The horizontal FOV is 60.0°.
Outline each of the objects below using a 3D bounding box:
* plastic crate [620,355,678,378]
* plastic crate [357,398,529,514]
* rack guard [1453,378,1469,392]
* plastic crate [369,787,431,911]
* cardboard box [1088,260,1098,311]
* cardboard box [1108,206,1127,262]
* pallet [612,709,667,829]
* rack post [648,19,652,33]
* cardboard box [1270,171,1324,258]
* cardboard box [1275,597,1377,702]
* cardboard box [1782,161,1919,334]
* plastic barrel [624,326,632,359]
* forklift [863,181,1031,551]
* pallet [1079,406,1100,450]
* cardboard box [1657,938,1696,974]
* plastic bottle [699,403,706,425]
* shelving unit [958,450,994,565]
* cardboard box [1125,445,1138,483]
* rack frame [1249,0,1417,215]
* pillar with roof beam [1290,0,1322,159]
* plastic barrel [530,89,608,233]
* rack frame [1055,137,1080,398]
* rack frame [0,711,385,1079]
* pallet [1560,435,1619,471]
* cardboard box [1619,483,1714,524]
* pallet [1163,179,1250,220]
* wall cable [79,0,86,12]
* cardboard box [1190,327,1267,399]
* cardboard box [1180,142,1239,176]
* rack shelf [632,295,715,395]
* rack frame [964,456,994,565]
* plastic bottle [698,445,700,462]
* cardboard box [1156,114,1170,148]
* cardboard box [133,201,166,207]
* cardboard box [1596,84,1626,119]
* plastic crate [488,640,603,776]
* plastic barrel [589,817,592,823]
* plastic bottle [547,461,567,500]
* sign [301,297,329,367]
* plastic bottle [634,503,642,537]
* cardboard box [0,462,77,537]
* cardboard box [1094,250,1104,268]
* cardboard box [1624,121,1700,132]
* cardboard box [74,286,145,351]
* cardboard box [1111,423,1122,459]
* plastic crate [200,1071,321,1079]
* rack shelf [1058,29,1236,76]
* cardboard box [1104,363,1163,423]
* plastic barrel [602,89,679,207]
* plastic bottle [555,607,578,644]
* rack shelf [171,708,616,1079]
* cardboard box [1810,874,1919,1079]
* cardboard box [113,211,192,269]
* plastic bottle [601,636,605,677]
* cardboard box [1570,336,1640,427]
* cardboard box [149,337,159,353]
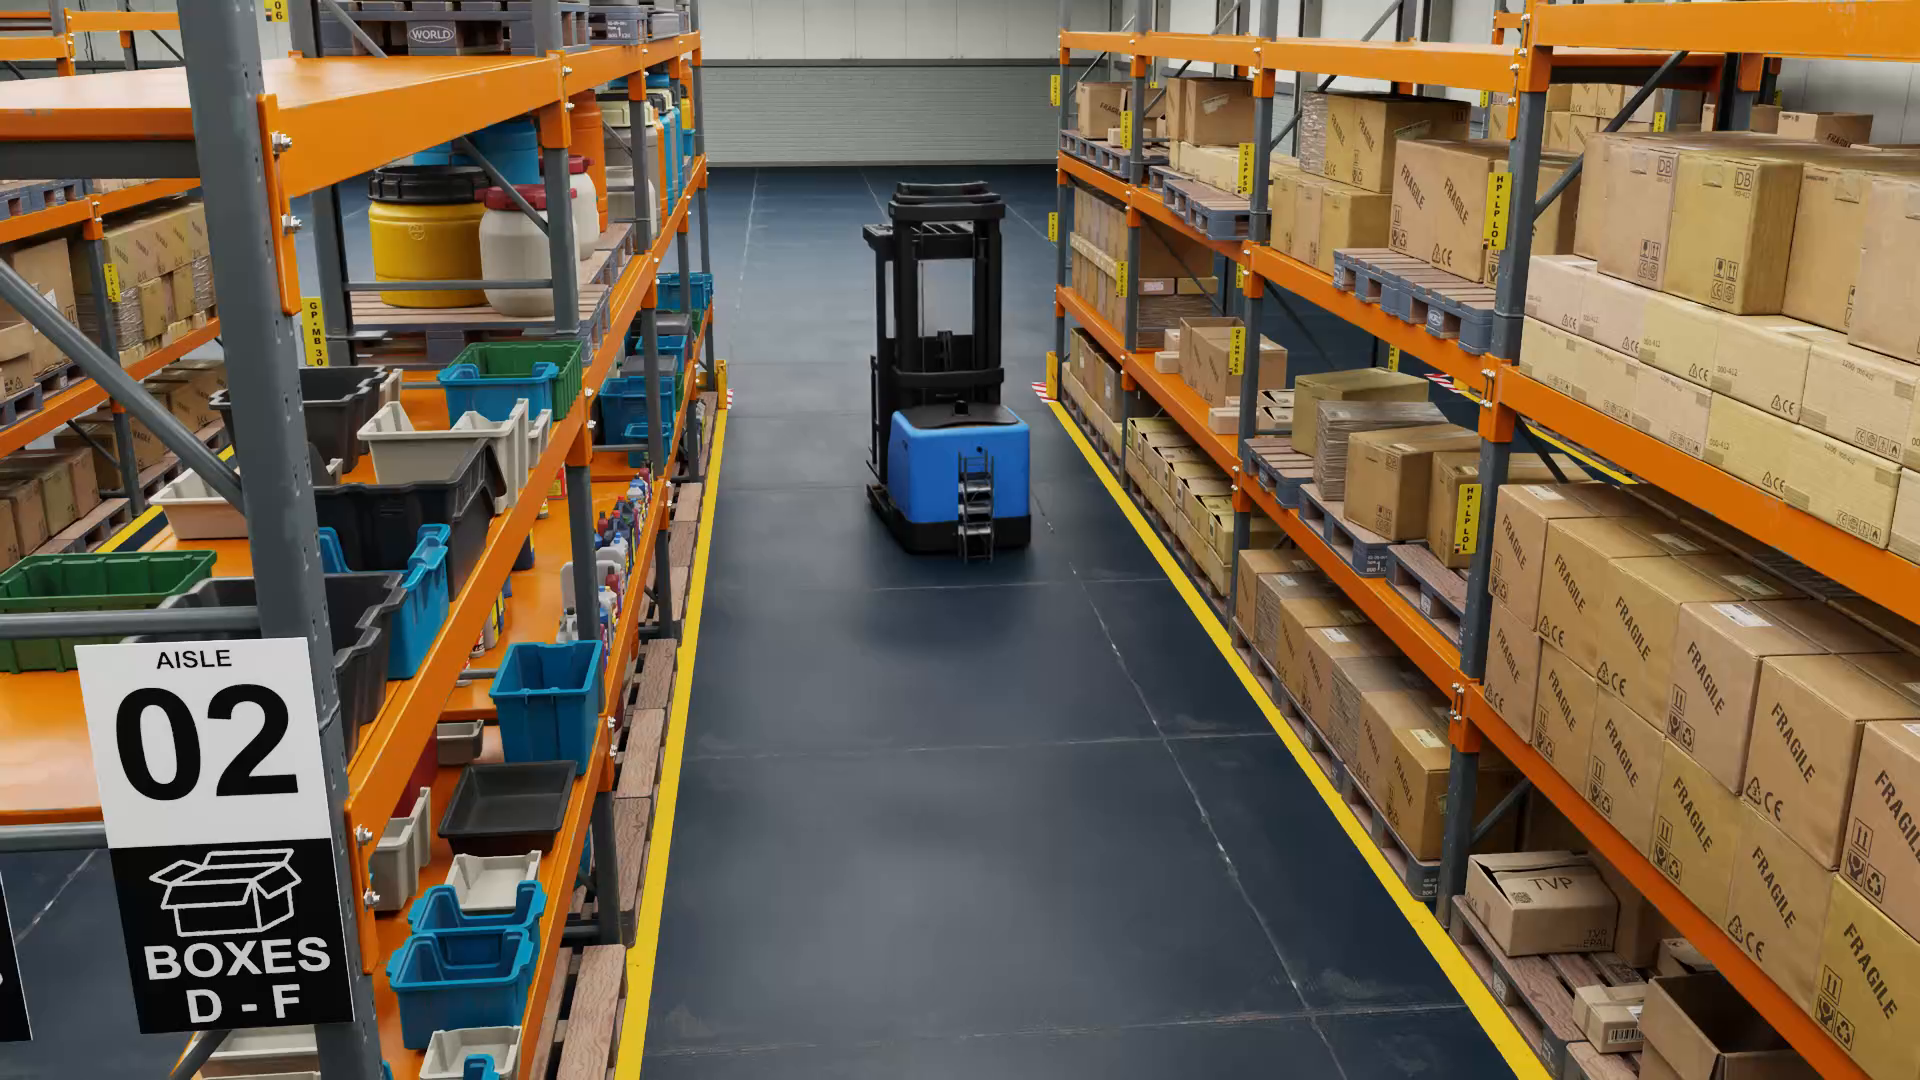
[{"bbox_3d":[-2.350,-1.121,12.633,0.402,0.464,0.583,-2,18,-6],"label":"plastic crate"},{"bbox_3d":[-1.584,-0.260,5.189,0.437,0.282,0.530,-2,18,-6],"label":"plastic crate"},{"bbox_3d":[6.550,-2.074,19.948,1.175,0.500,0.348,-2,18,-6],"label":"rack guard"},{"bbox_3d":[-2.101,1.081,5.824,0.437,0.282,0.530,-2,18,-6],"label":"plastic crate"},{"bbox_3d":[1.755,-2.739,17.726,0.700,0.500,0.500,-2,18,-5],"label":"cardboard box"},{"bbox_3d":[1.871,-3.041,16.524,0.700,0.500,0.500,-2,18,-6],"label":"cardboard box"},{"bbox_3d":[-2.242,1.327,9.597,1.003,0.211,1.213,-2,18,-6],"label":"pallet"},{"bbox_3d":[-3.361,-5.377,17.117,0.937,0.300,0.954,0,17,0],"label":"rack post"},{"bbox_3d":[2.518,-2.101,10.687,0.910,0.500,0.500,-2,18,-6],"label":"cardboard box"},{"bbox_3d":[2.309,0.681,10.438,0.500,0.500,0.500,-2,18,-6],"label":"cardboard box"},{"bbox_3d":[3.112,-0.925,5.273,0.700,0.500,0.500,-2,18,-6],"label":"cardboard box"},{"bbox_3d":[-3.161,-1.906,14.403,0.600,0.901,0.708,-2,18,-6],"label":"plastic barrel"},{"bbox_3d":[-0.235,-1.708,14.724,1.130,2.935,3.031,-4,18,-12],"label":"forklift"},{"bbox_3d":[1.858,-1.215,17.695,1.003,0.211,1.213,-2,18,-6],"label":"pallet"},{"bbox_3d":[3.292,1.862,7.265,0.380,0.149,0.250,-2,18,-6],"label":"cardboard box"},{"bbox_3d":[-2.688,-1.284,17.071,0.152,0.276,0.135,-2,18,-5],"label":"plastic bottle"},{"bbox_3d":[0.130,-0.265,13.520,0.258,0.900,0.210,-4,18,-12],"label":"shelving unit"},{"bbox_3d":[1.823,-0.704,15.300,0.500,0.250,0.500,-2,18,-7],"label":"cardboard box"},{"bbox_3d":[2.440,-3.614,10.664,1.000,3.000,0.127,-2,18,-6],"label":"rack frame"},{"bbox_3d":[1.955,-9.412,29.132,9.100,9.000,0.400,-2,18,-6],"label":"pillar with roof beam"},{"bbox_3d":[-2.432,-2.267,9.963,0.600,0.830,0.708,-2,18,-6],"label":"plastic barrel"},{"bbox_3d":[1.615,-3.135,19.154,1.000,3.000,0.127,-2,18,-6],"label":"rack frame"},{"bbox_3d":[-1.662,1.784,3.487,1.000,3.000,0.127,-2,18,-6],"label":"rack frame"},{"bbox_3d":[6.850,-0.966,16.901,1.003,0.211,1.213,-2,18,-6],"label":"pallet"},{"bbox_3d":[3.162,0.058,7.147,0.500,0.500,0.500,-2,18,-5],"label":"cardboard box"},{"bbox_3d":[2.163,-2.625,12.838,1.003,0.211,1.213,-1,17,-3],"label":"pallet"},{"bbox_3d":[-23.250,-15.865,46.439,3.097,2.526,0.112,-2,18,-6],"label":"wall cable"},{"bbox_3d":[2.196,-1.455,13.638,0.500,0.500,0.500,-2,18,-6],"label":"cardboard box"},{"bbox_3d":[2.141,-3.156,13.762,0.500,0.250,0.500,-3,18,-11],"label":"cardboard box"},{"bbox_3d":[-3.106,-2.044,16.880,1.077,0.370,4.000,-2,18,-6],"label":"rack shelf"},{"bbox_3d":[0.152,-0.236,13.425,0.240,0.900,0.006,-4,18,-12],"label":"rack frame"},{"bbox_3d":[-2.518,-0.835,15.766,0.097,0.201,0.097,0,17,0],"label":"plastic bottle"},{"bbox_3d":[2.182,-3.918,15.855,0.500,0.311,0.500,-3,18,-9],"label":"cardboard box"},{"bbox_3d":[-8.409,-3.175,16.950,0.500,0.500,0.500,-2,18,-6],"label":"cardboard box"},{"bbox_3d":[6.566,-4.367,16.203,0.500,0.500,0.500,-1,17,-3],"label":"cardboard box"},{"bbox_3d":[-1.687,0.700,6.867,0.392,0.384,0.575,-2,18,-6],"label":"plastic crate"},{"bbox_3d":[-2.187,1.020,8.724,0.600,0.901,0.708,-2,18,-6],"label":"plastic barrel"},{"bbox_3d":[-2.613,-0.406,10.670,0.152,0.276,0.135,-2,18,-6],"label":"plastic bottle"},{"bbox_3d":[-2.622,-0.827,6.780,0.100,0.325,0.005,-2,18,-6],"label":"sign"},{"bbox_3d":[-1.944,-0.120,9.882,0.097,0.201,0.097,0,17,0],"label":"plastic bottle"},{"bbox_3d":[-7.754,-0.329,13.656,0.700,0.500,0.500,-2,18,-6],"label":"cardboard box"},{"bbox_3d":[1.599,-2.910,17.190,0.380,0.149,0.250,-2,18,-5],"label":"cardboard box"},{"bbox_3d":[6.656,-3.729,15.840,0.500,0.500,0.500,-1,17,-4],"label":"cardboard box"},{"bbox_3d":[-7.811,-1.964,14.761,0.875,0.500,0.500,-2,18,-6],"label":"cardboard box"},{"bbox_3d":[1.762,-0.963,16.126,0.500,0.250,0.500,-2,18,-6],"label":"cardboard box"},{"bbox_3d":[-1.942,1.557,4.550,0.396,0.136,0.243,-2,18,-6],"label":"plastic crate"},{"bbox_3d":[1.821,-4.867,16.526,1.077,0.370,4.000,-2,18,-6],"label":"rack shelf"},{"bbox_3d":[1.722,-1.470,16.489,0.500,0.500,0.500,-2,18,-6],"label":"cardboard box"},{"bbox_3d":[-2.564,-3.122,13.268,0.600,0.901,0.600,0,17,0],"label":"plastic barrel"},{"bbox_3d":[-1.793,0.489,7.694,0.144,0.351,0.185,-2,18,-6],"label":"plastic bottle"},{"bbox_3d":[-1.869,1.531,5.492,1.077,0.370,4.000,-2,18,-6],"label":"rack shelf"},{"bbox_3d":[2.891,1.305,4.846,0.500,0.500,0.500,-2,18,-5],"label":"cardboard box"},{"bbox_3d":[-7.787,-2.893,16.052,0.500,0.500,0.500,-2,18,-6],"label":"cardboard box"},{"bbox_3d":[-1.688,0.526,7.690,0.061,0.283,0.133,-2,18,-6],"label":"plastic bottle"},{"bbox_3d":[2.704,-0.618,6.379,0.500,0.250,0.500,-2,18,-6],"label":"cardboard box"},{"bbox_3d":[-7.651,-1.814,15.368,0.380,0.149,0.250,-2,18,-6],"label":"cardboard box"}]
